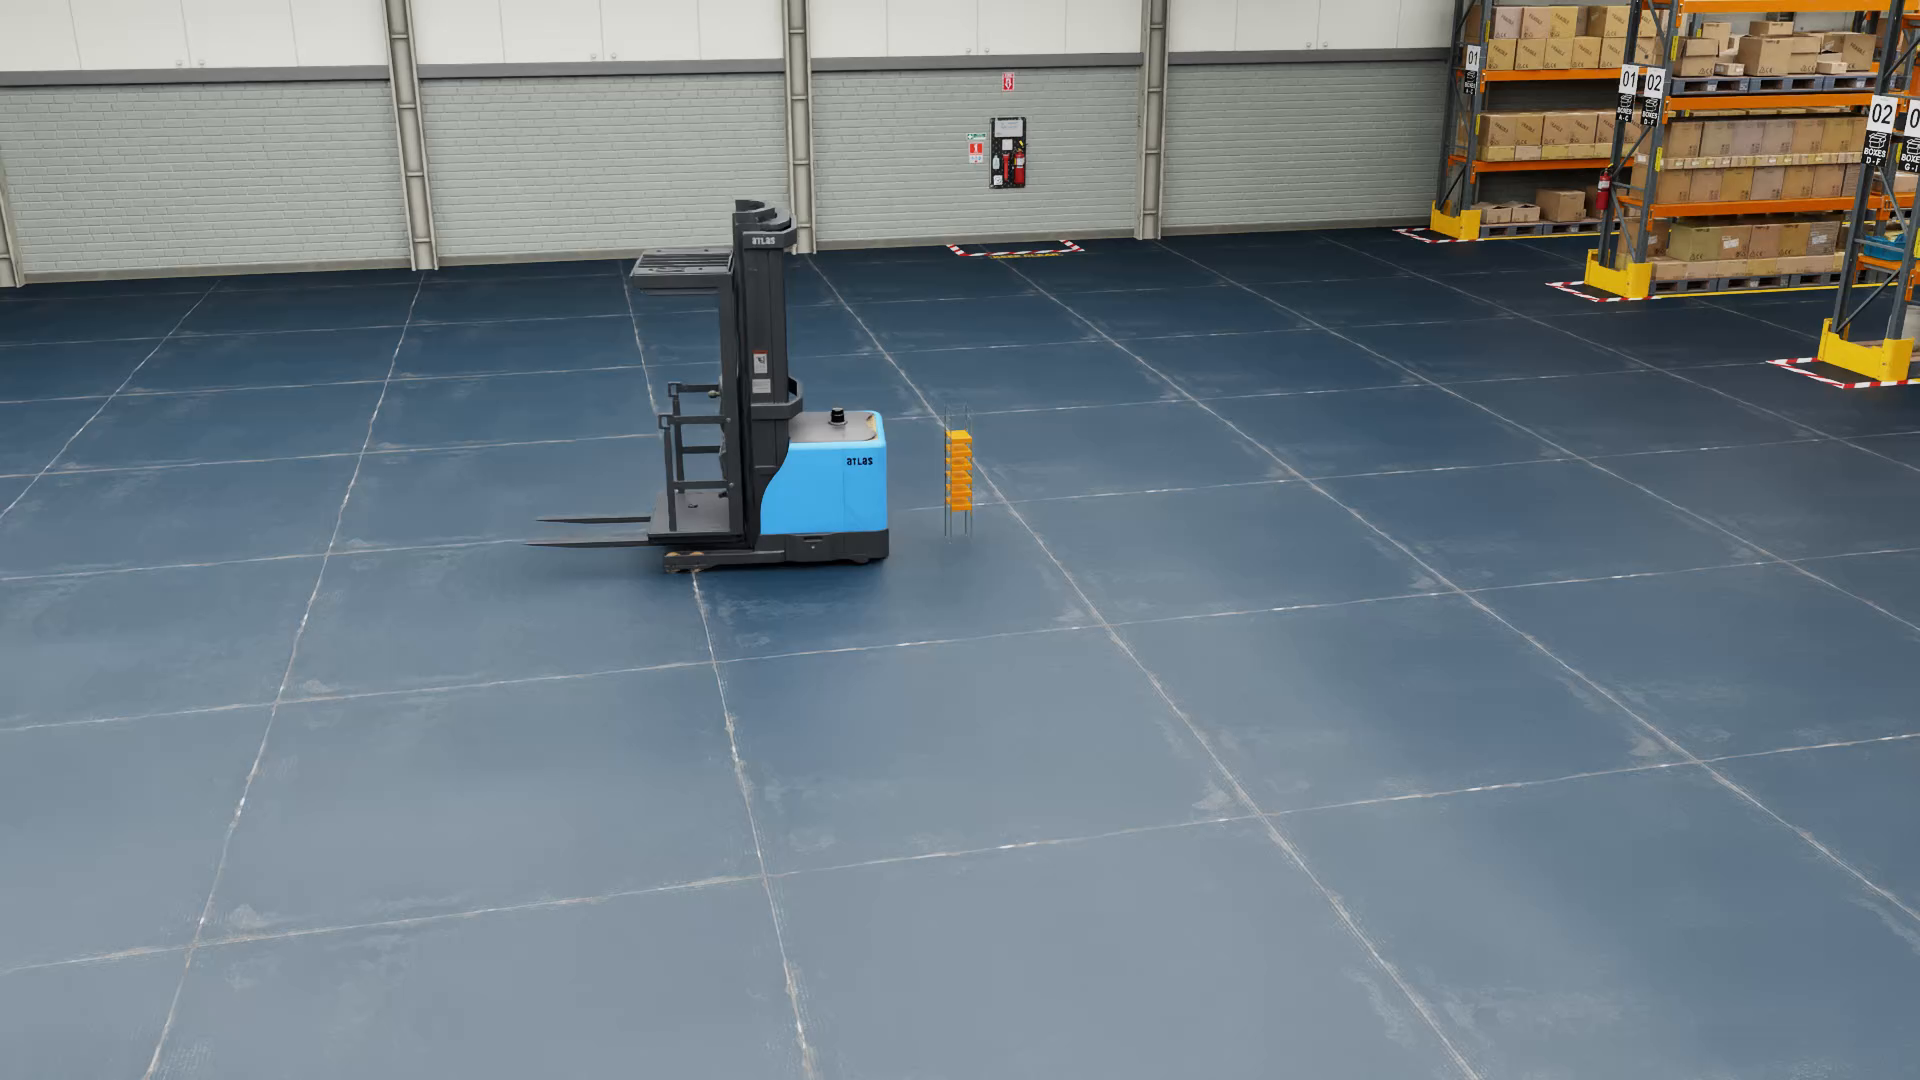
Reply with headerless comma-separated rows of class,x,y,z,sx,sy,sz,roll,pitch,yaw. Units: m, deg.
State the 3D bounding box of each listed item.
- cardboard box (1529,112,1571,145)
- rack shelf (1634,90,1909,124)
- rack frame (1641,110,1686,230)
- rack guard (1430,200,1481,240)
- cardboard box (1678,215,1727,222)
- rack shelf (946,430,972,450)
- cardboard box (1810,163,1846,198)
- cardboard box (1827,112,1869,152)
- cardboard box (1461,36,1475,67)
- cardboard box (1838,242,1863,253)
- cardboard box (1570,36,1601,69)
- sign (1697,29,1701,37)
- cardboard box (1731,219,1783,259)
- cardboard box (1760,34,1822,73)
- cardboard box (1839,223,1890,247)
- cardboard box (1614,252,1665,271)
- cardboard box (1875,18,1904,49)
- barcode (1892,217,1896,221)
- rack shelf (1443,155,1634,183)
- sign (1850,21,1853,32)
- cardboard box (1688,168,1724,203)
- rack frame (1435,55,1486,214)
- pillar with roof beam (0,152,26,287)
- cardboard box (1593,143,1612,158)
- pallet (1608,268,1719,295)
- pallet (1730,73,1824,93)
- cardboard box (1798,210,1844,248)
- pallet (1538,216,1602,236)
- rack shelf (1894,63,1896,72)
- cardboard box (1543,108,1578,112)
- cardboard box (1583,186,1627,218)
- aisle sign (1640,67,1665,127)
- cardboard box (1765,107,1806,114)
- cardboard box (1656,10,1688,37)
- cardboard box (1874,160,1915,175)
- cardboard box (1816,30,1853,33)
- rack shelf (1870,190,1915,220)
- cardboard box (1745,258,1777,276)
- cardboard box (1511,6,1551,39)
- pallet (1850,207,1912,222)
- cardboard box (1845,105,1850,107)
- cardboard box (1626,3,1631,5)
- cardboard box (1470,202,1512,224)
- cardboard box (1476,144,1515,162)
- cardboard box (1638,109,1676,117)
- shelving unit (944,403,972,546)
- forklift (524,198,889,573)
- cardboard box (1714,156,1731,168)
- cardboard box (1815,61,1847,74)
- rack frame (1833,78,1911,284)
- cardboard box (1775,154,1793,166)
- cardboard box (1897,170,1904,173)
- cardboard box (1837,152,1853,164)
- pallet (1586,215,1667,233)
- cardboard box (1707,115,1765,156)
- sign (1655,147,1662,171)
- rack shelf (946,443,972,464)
cardboard box,10.121,-7.081,28.605,0.500,0.500,0.500,-5,21,-14
rack shelf,11.690,-6.350,24.194,4.000,0.370,1.077,-5,21,-12
rack frame,12.493,-7.095,29.544,0.127,3.000,1.000,-5,21,-12
rack guard,8.674,-5.611,29.126,0.348,0.500,1.175,-5,21,-12
cardboard box,11.167,-4.605,25.043,0.500,0.500,0.500,-5,21,-12
rack shelf,-0.014,-0.859,14.218,0.180,0.103,0.258,-5,21,-12
cardboard box,12.694,-5.403,24.780,0.500,0.500,0.700,-5,21,-13
cardboard box,13.206,-6.056,24.676,0.500,0.500,0.700,-5,21,-12
cardboard box,8.948,-8.361,28.465,0.500,0.500,0.500,-3,20,-9
cardboard box,13.973,-4.473,25.774,0.500,0.250,0.500,-5,21,-13
cardboard box,10.535,-8.309,28.322,0.500,0.500,0.500,-3,20,-9
sign,12.625,-8.565,28.445,0.005,0.325,0.100,-5,21,-12
cardboard box,11.777,-4.465,24.660,0.500,0.500,0.500,-5,21,-12
cardboard box,12.005,-7.069,24.148,0.637,0.503,0.797,-2,20,-6
cardboard box,13.964,-4.735,25.672,0.500,0.311,0.500,-5,21,-12
cardboard box,10.198,-4.168,24.941,0.500,0.250,0.500,-5,21,-12
cardboard box,16.835,-9.130,29.955,0.500,0.500,0.700,-6,21,-17
barcode,13.980,-4.802,24.882,0.075,0.075,0.001,-5,21,-12
rack shelf,10.546,-6.599,29.236,4.000,0.370,1.077,-5,21,-12
sign,16.266,-9.286,30.299,0.005,0.325,0.100,-5,21,-12
cardboard box,10.711,-5.243,24.344,0.500,0.500,0.700,-4,21,-11
rack frame,8.600,-6.778,28.680,0.127,3.000,1.000,-5,21,-12
pillar with roof beam,-13.283,-6.600,19.470,0.400,9.000,9.100,-5,21,-12
cardboard box,11.129,-6.813,28.964,0.500,0.250,0.500,-5,21,-13
pallet,10.478,-3.886,24.837,1.213,0.211,1.003,-5,21,-12
pallet,11.627,-6.633,24.049,1.213,0.211,1.003,-5,21,-12
cardboard box,13.113,-4.763,25.476,0.500,0.500,0.500,-5,21,-12
pallet,10.658,-5.623,29.579,1.213,0.211,1.003,-5,21,-12
rack shelf,18.332,-8.641,30.448,4.000,0.370,1.077,-5,21,-12
cardboard box,10.494,-7.297,29.194,0.500,0.500,0.500,-4,21,-12
cardboard box,11.492,-6.032,29.638,0.500,0.500,0.500,-6,21,-17
aisle sign,9.750,-6.233,23.413,0.004,0.787,0.394,-5,21,-12
cardboard box,14.723,-7.519,29.915,0.500,0.500,0.700,-5,21,-12
cardboard box,12.068,-8.899,28.480,0.500,0.500,0.500,-6,21,-17
cardboard box,17.131,-6.614,30.745,0.750,0.750,0.750,-5,21,-13
cardboard box,15.632,-8.896,29.926,0.500,0.500,0.500,-5,21,-12
rack shelf,15.583,-5.258,25.574,4.000,0.370,1.077,-5,21,-12
cardboard box,11.777,-4.113,24.790,0.500,0.250,0.500,-5,21,-12
cardboard box,9.531,-8.685,27.895,0.500,0.500,0.500,-5,21,-13
pallet,17.170,-6.139,30.990,1.213,0.211,1.003,-5,21,-12
cardboard box,16.057,-7.932,30.102,0.250,0.149,0.380,-7,21,-20
cardboard box,11.950,-9.086,28.991,0.500,0.500,0.500,-4,21,-11
cardboard box,9.294,-5.747,29.134,0.500,0.311,0.500,-7,21,-19
cardboard box,9.148,-6.650,28.518,0.500,0.250,0.500,-5,21,-14
cardboard box,12.104,-7.245,29.053,0.500,0.500,0.500,-5,21,-13
shelving unit,-0.014,-0.562,14.327,0.189,1.200,0.258,-5,21,-12
forklift,-2.142,-1.294,13.809,3.031,2.935,1.130,-2,20,-5
cardboard box,10.921,-5.491,24.078,0.250,0.149,0.380,-5,21,-13
cardboard box,12.525,-6.804,23.939,0.250,0.149,0.380,-5,21,-12
rack frame,13.636,-5.437,25.018,0.127,3.000,1.000,-5,21,-12
cardboard box,11.927,-5.573,24.302,0.250,0.149,0.380,-4,20,-11
cardboard box,14.450,-5.505,25.399,0.258,0.266,0.396,-5,21,-14
cardboard box,12.926,-5.655,24.525,0.250,0.149,0.380,-5,21,-14
pallet,11.847,-5.721,29.846,1.213,0.211,1.003,-5,21,-12
cardboard box,11.253,-5.897,24.243,0.500,0.500,0.700,-5,21,-12
sign,9.866,-5.378,23.483,0.005,0.325,0.100,-5,21,-12
rack shelf,-0.014,-0.746,14.260,0.180,0.103,0.258,-5,21,-12
